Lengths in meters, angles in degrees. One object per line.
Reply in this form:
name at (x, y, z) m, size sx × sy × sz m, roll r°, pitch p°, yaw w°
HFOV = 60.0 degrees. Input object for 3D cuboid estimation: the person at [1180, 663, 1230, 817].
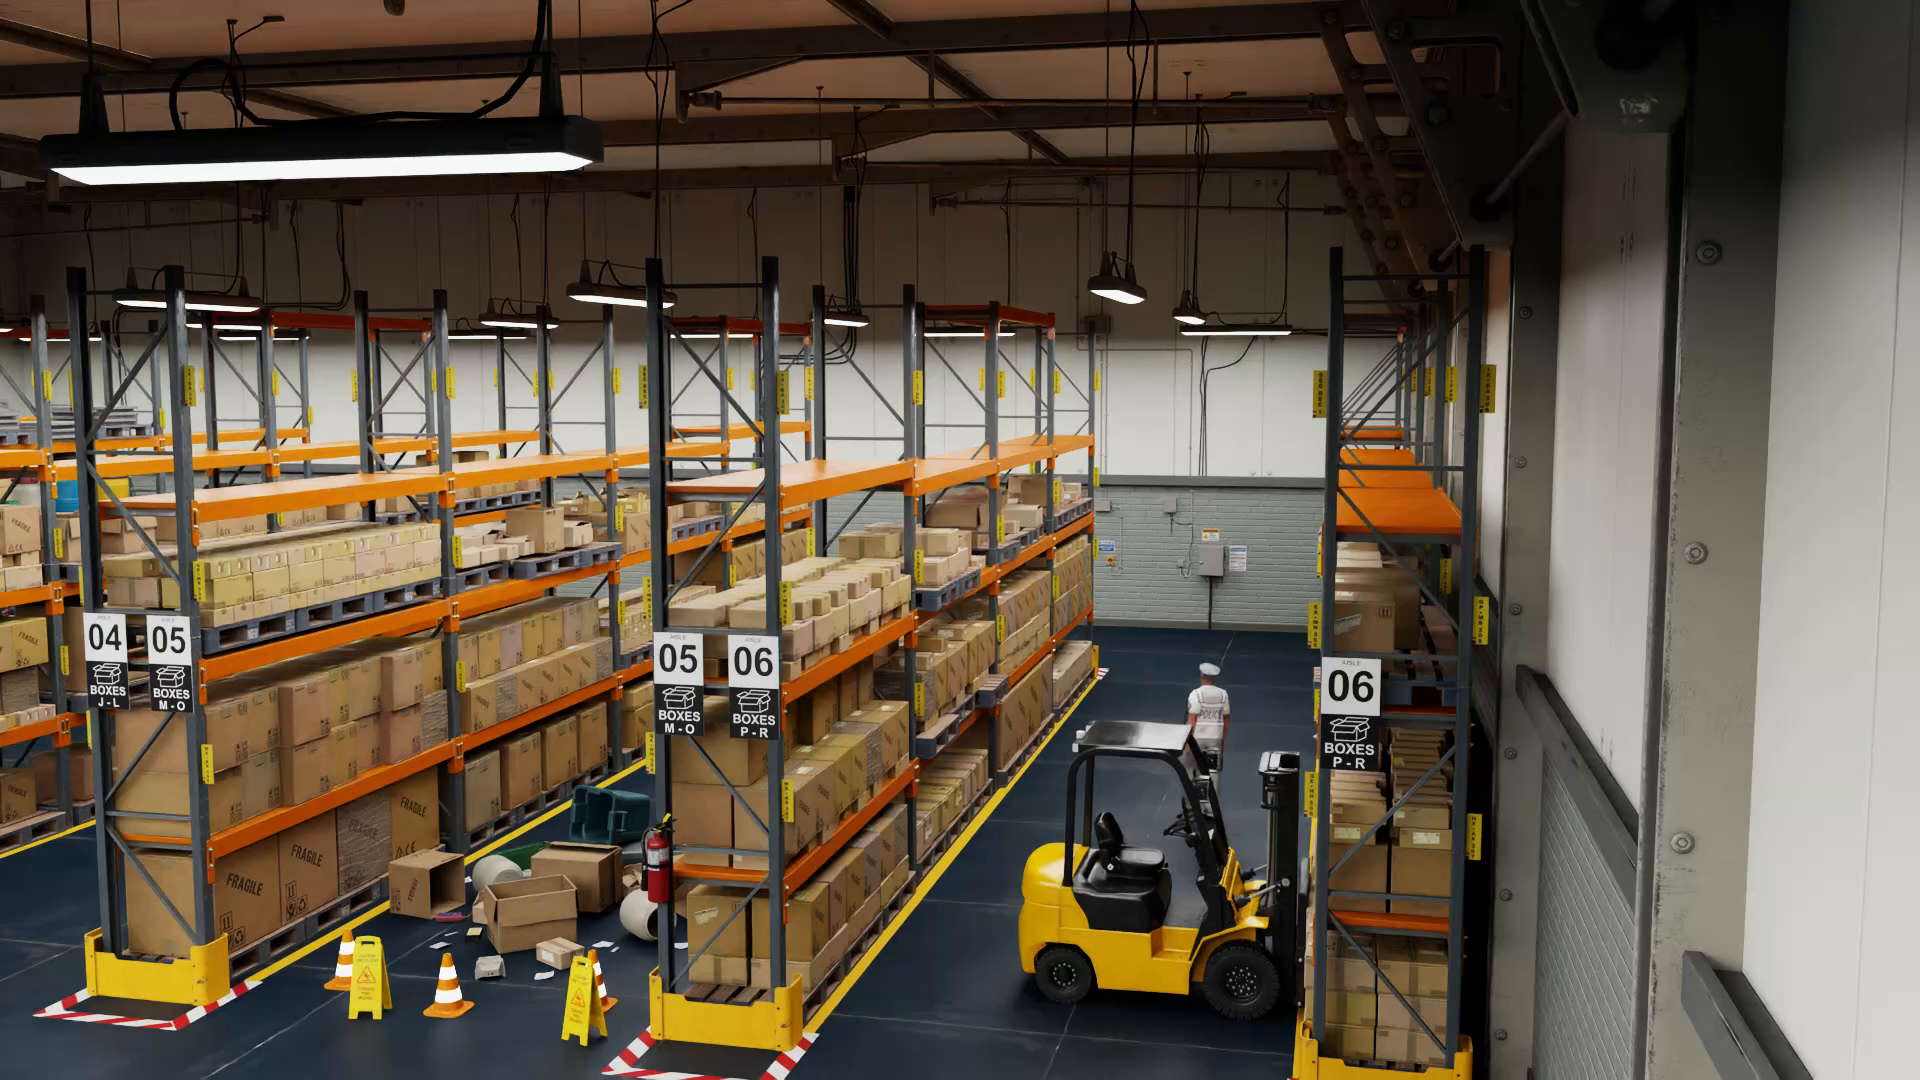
person at (2.892, 2.348, 19.440) m, size 0.539 × 1.814 × 0.688 m, roll 0°, pitch 6°, yaw -1°
